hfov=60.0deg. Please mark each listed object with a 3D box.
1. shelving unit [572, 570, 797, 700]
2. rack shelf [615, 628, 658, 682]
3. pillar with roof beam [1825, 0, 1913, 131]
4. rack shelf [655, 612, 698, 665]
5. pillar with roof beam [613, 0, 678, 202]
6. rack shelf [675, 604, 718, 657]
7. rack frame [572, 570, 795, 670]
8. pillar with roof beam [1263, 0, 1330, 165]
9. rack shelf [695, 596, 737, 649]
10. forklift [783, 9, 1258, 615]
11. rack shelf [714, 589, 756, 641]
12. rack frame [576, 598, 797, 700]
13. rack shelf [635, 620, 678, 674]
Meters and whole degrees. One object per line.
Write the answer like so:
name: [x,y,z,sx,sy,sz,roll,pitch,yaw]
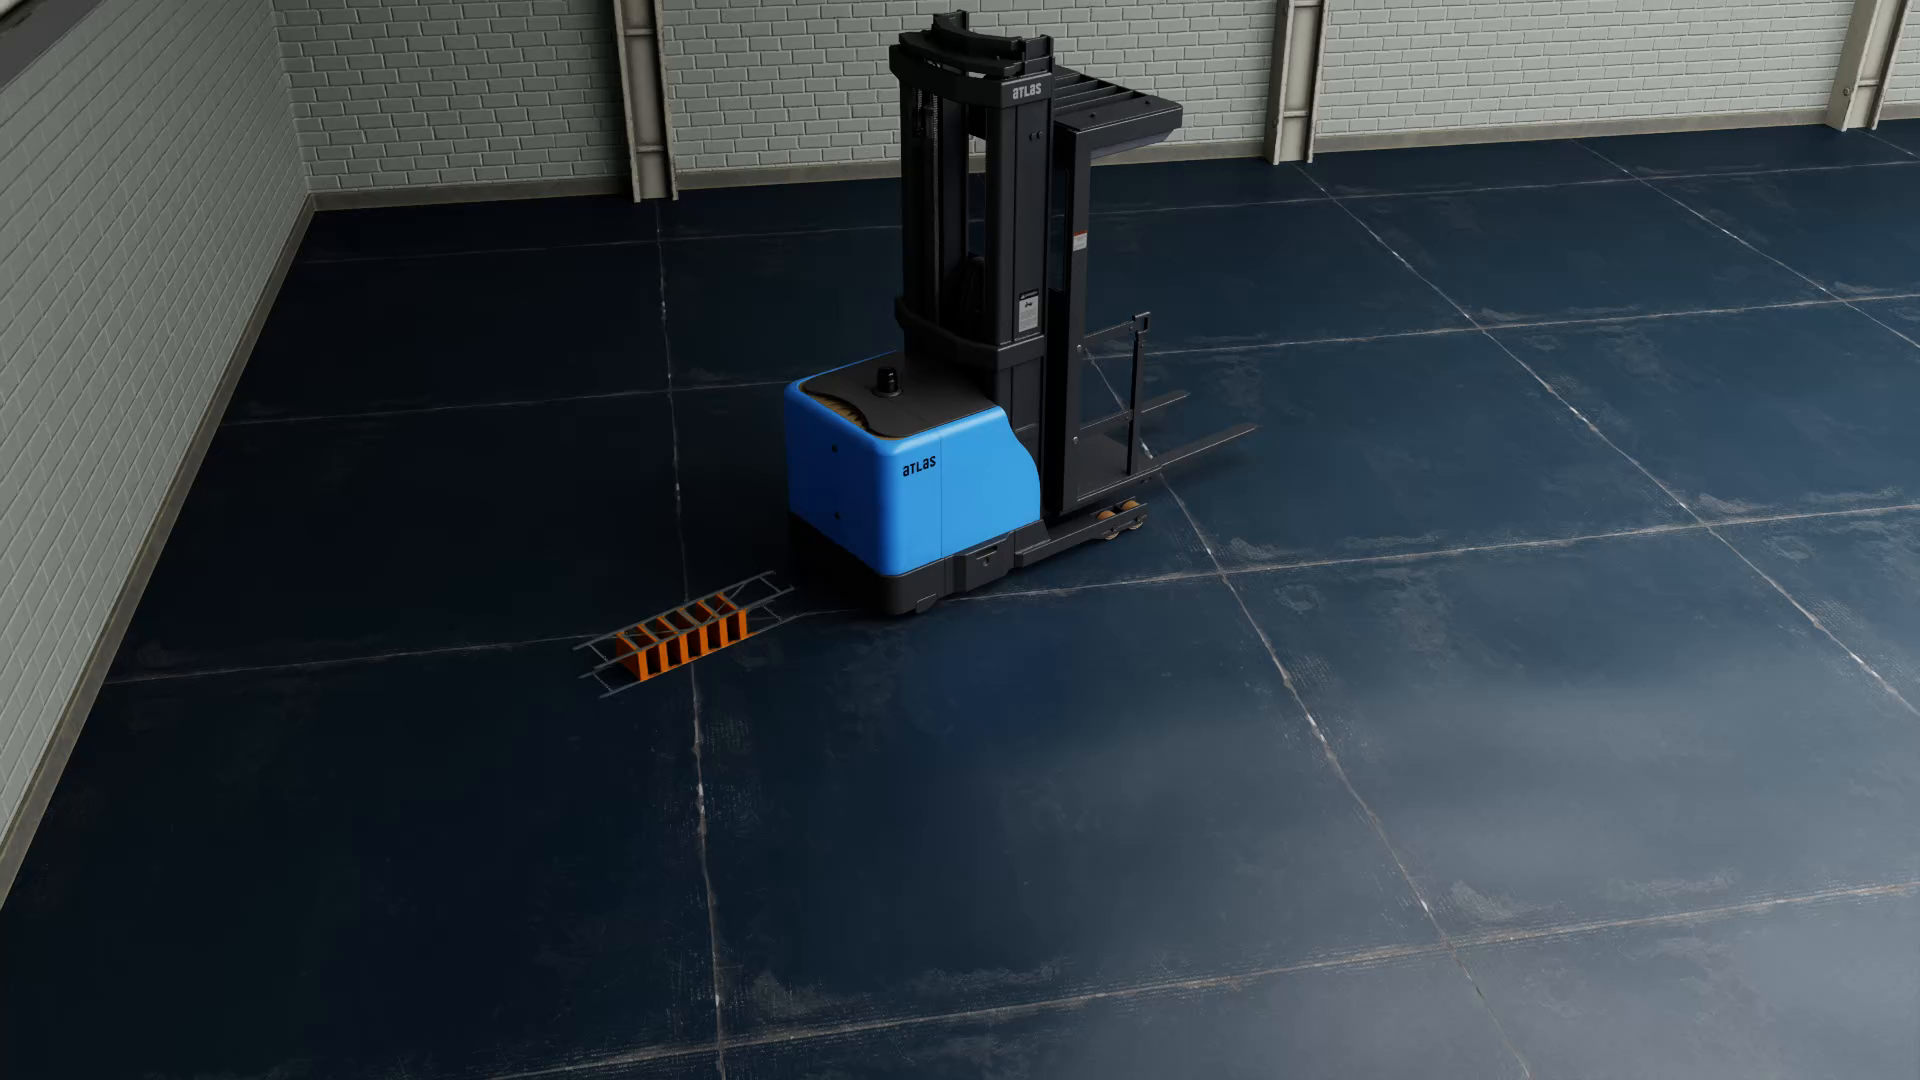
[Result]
shelving unit: [-1.427,0.484,8.735,1.200,0.189,0.258,-22,37,-33]
rack shelf: [-1.672,0.585,8.564,0.103,0.180,0.258,-22,37,-33]
pillar with roof beam: [9.824,-5.947,10.986,0.400,9.000,9.100,-5,31,-9]
rack shelf: [-1.486,0.508,8.694,0.103,0.180,0.258,-22,37,-33]
pillar with roof beam: [-1.980,-4.852,9.123,0.400,9.000,9.100,-5,31,-9]
rack shelf: [-1.393,0.470,8.760,0.103,0.180,0.258,-22,37,-33]
rack frame: [-1.427,0.405,8.689,1.200,0.006,0.240,-22,37,-33]
pillar with roof beam: [3.922,-5.399,10.055,0.400,9.000,9.100,-5,31,-9]
rack shelf: [-1.300,0.432,8.825,0.103,0.180,0.258,-22,37,-33]
forklift: [0.491,-1.457,9.336,3.031,2.935,1.130,-22,37,-32]
rack shelf: [-1.206,0.393,8.890,0.103,0.180,0.258,-22,37,-33]
rack frame: [-1.427,0.563,8.782,1.200,0.006,0.240,-22,37,-33]
rack shelf: [-1.579,0.547,8.629,0.103,0.180,0.258,-22,37,-33]
